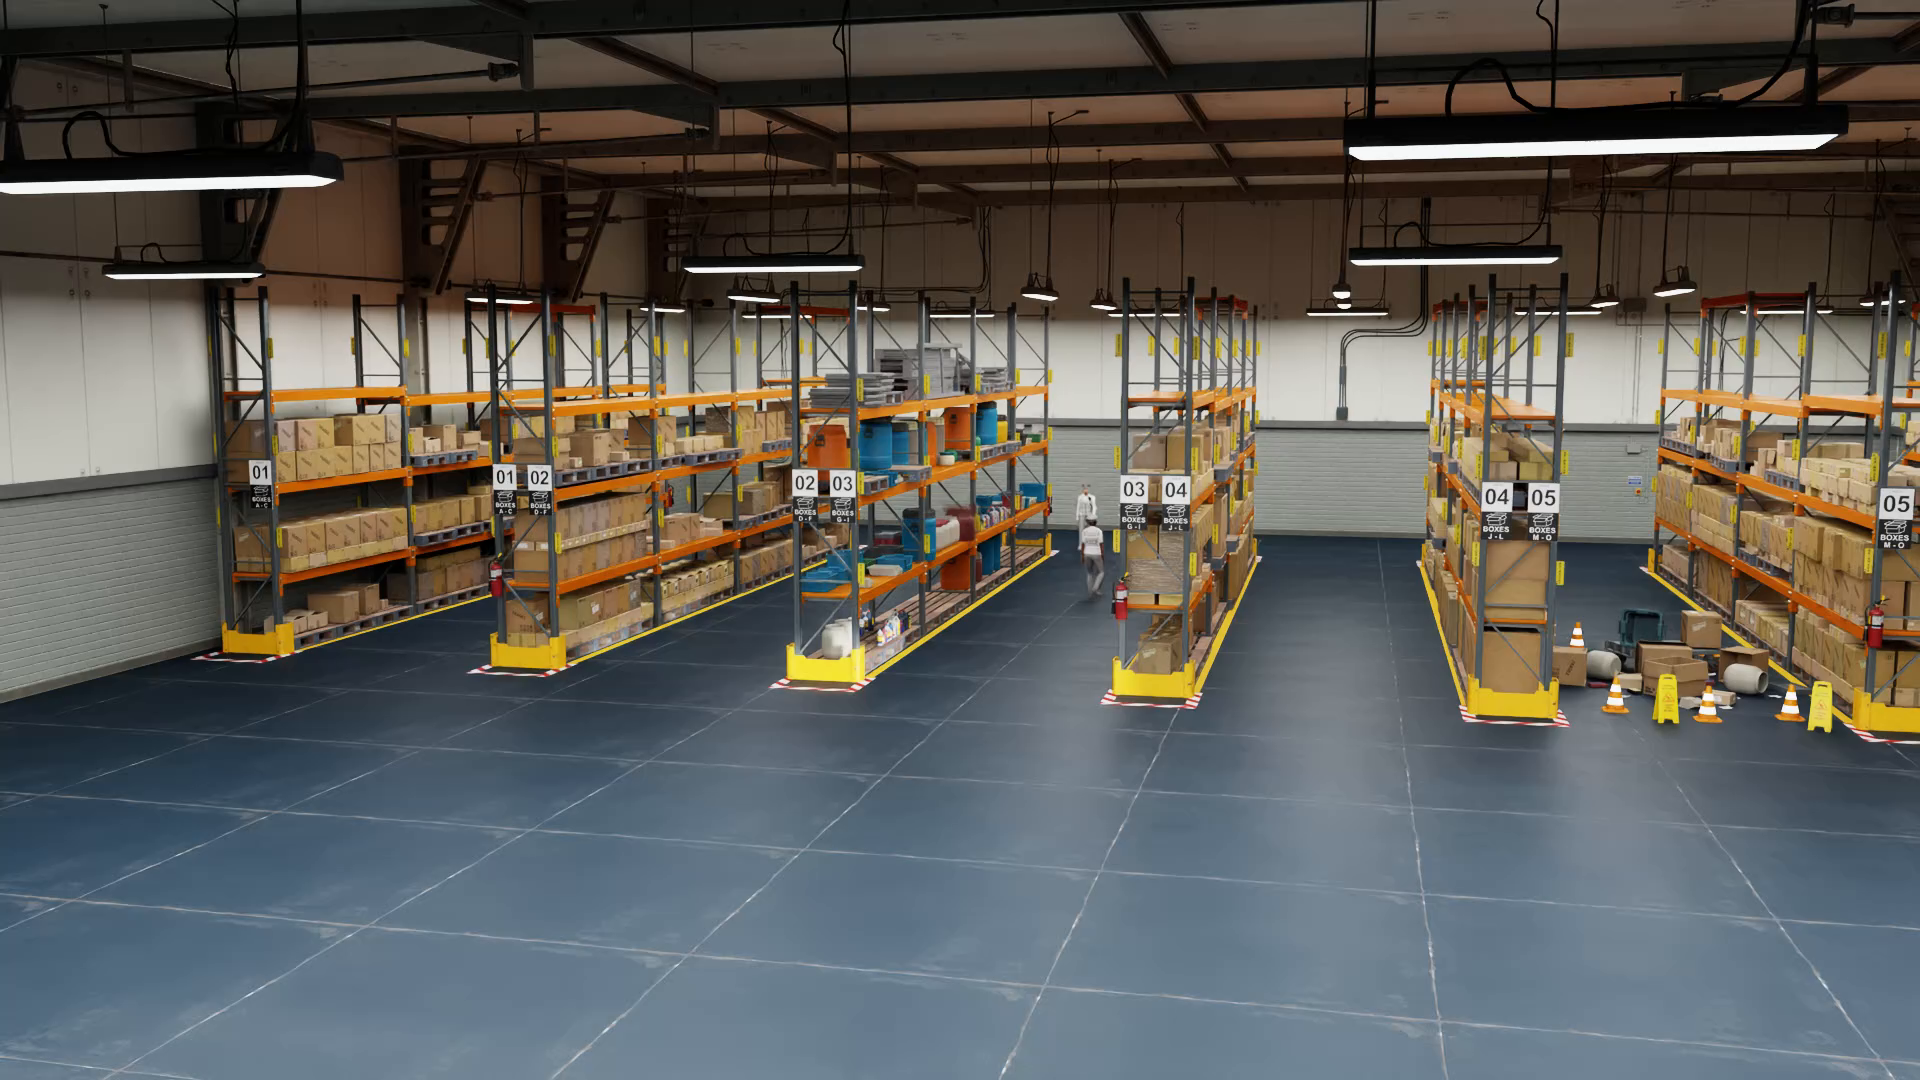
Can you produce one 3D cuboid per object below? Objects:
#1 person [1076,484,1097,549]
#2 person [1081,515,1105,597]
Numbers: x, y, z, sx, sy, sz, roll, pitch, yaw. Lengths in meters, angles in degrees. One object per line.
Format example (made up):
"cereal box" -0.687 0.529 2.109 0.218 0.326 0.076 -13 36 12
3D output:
"person" 3.156 -0.603 41.543 0.510 1.615 1.015 0 7 4
"person" 2.681 0.337 33.480 0.509 1.673 0.495 2 7 16
